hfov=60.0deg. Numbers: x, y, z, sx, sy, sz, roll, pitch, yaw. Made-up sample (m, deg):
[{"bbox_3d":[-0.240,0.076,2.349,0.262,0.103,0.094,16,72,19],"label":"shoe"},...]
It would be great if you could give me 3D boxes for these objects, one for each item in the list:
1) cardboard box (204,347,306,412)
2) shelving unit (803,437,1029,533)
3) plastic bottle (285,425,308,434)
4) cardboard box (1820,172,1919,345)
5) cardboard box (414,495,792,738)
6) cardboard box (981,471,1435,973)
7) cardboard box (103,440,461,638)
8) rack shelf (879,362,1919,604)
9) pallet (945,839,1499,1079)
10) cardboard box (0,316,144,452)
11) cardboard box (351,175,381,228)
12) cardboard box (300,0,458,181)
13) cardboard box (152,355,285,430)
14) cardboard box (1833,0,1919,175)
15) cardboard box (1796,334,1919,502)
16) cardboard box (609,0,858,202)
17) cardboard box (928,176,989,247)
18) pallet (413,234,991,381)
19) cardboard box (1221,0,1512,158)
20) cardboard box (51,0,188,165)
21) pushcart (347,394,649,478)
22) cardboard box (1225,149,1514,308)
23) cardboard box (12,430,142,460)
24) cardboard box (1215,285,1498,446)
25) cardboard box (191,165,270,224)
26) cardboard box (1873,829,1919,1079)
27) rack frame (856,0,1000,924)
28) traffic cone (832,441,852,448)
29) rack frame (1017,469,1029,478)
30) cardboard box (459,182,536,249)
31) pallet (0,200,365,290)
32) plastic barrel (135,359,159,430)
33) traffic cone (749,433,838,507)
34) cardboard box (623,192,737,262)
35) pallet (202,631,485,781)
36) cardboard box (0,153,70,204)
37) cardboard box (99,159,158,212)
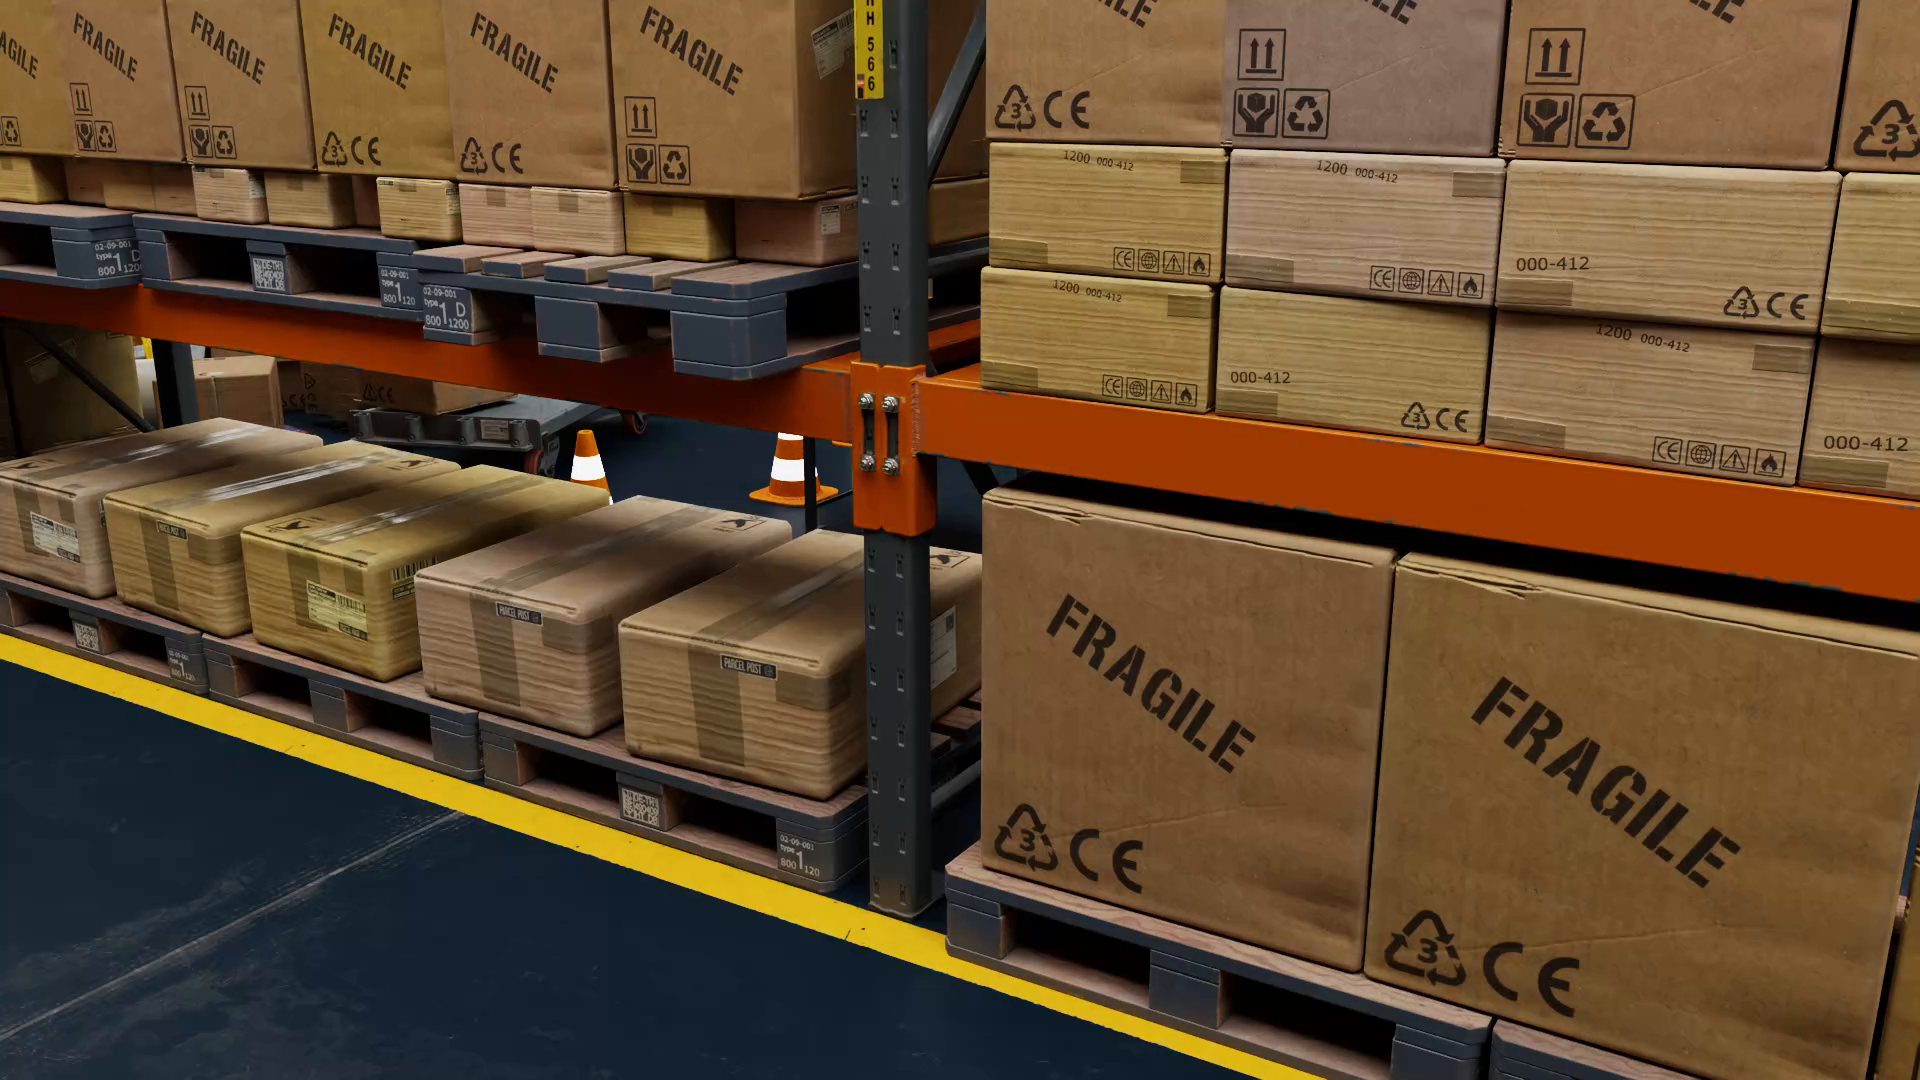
[{"bbox_3d":[-3.900,-1.049,9.467,0.637,0.503,0.797,-2,17,-8],"label":"cardboard box"},{"bbox_3d":[-0.073,-0.731,6.706,1.048,1.500,0.538,10,20,30],"label":"shelving unit"},{"bbox_3d":[-3.431,-0.530,8.519,0.283,0.061,0.133,14,22,39],"label":"plastic bottle"},{"bbox_3d":[1.682,-0.457,2.624,0.500,0.250,0.500,11,20,31],"label":"cardboard box"},{"bbox_3d":[-1.013,0.191,4.889,0.625,0.372,0.950,10,19,29],"label":"cardboard box"},{"bbox_3d":[0.641,0.275,3.748,0.875,0.875,0.875,10,20,30],"label":"cardboard box"},{"bbox_3d":[-2.250,-0.031,5.620,0.625,0.372,0.950,12,20,33],"label":"cardboard box"},{"bbox_3d":[1.800,-0.018,3.017,4.000,0.370,1.077,10,20,30],"label":"rack shelf"},{"bbox_3d":[0.728,0.806,3.863,1.213,0.211,1.003,10,20,30],"label":"pallet"},{"bbox_3d":[-3.674,-0.676,6.662,0.500,0.500,0.500,11,20,33],"label":"cardboard box"},{"bbox_3d":[-1.411,-0.937,4.514,0.250,0.149,0.380,10,20,30],"label":"cardboard box"},{"bbox_3d":[-1.314,-1.210,4.298,0.500,0.500,0.500,9,19,26],"label":"cardboard box"},{"bbox_3d":[-3.514,-0.580,7.926,0.500,0.500,0.500,-6,18,-18],"label":"cardboard box"},{"bbox_3d":[1.677,-0.824,2.540,0.500,0.500,0.500,10,20,31],"label":"cardboard box"},{"bbox_3d":[1.694,-0.229,2.731,0.500,0.250,0.500,10,20,30],"label":"cardboard box"},{"bbox_3d":[-0.437,-1.058,3.796,0.500,0.500,0.500,9,19,28],"label":"cardboard box"},{"bbox_3d":[-0.084,-0.843,4.204,0.250,0.149,0.380,9,19,27],"label":"cardboard box"},{"bbox_3d":[-0.567,-0.657,4.212,1.003,0.211,1.213,10,20,30],"label":"pallet"},{"bbox_3d":[0.816,-0.984,3.067,0.500,0.500,0.500,10,20,30],"label":"cardboard box"},{"bbox_3d":[-2.222,-1.369,4.821,0.500,0.500,0.500,10,20,30],"label":"cardboard box"},{"bbox_3d":[-2.162,-0.592,8.182,0.936,0.377,1.648,3,17,11],"label":"pushcart"},{"bbox_3d":[0.838,-0.617,3.148,0.500,0.250,0.500,11,20,31],"label":"cardboard box"},{"bbox_3d":[-3.674,-0.317,6.771,0.500,0.250,0.500,9,19,28],"label":"cardboard box"},{"bbox_3d":[0.828,-0.384,3.243,0.500,0.250,0.500,9,19,28],"label":"cardboard box"},{"bbox_3d":[-1.911,-0.988,4.683,0.250,0.149,0.380,11,20,32],"label":"cardboard box"},{"bbox_3d":[2.160,0.548,2.850,0.875,0.875,0.875,11,20,32],"label":"cardboard box"},{"bbox_3d":[0.096,-0.666,3.914,0.127,3.000,1.000,10,20,30],"label":"rack frame"},{"bbox_3d":[-0.456,-0.724,8.470,0.334,0.463,0.336,10,20,30],"label":"traffic cone"},{"bbox_3d":[0.360,-0.653,6.451,0.032,1.500,0.500,10,20,30],"label":"rack frame"},{"bbox_3d":[-1.021,-0.829,4.159,0.250,0.149,0.380,9,19,27],"label":"cardboard box"},{"bbox_3d":[-2.738,-1.031,5.444,1.213,0.211,1.003,10,20,30],"label":"pallet"},{"bbox_3d":[-4.169,-0.711,8.495,0.512,0.421,0.421,-6,18,-18],"label":"plastic barrel"},{"bbox_3d":[-0.753,-0.423,7.476,0.334,0.463,0.336,10,20,30],"label":"traffic cone"},{"bbox_3d":[-0.573,-0.762,3.937,0.250,0.149,0.380,10,20,31],"label":"cardboard box"},{"bbox_3d":[-1.605,0.363,5.324,1.213,0.211,1.003,10,20,30],"label":"pallet"},{"bbox_3d":[-2.799,-1.153,5.226,0.250,0.149,0.380,11,20,31],"label":"cardboard box"},{"bbox_3d":[-2.320,-1.079,4.983,0.250,0.149,0.380,10,20,31],"label":"cardboard box"}]
